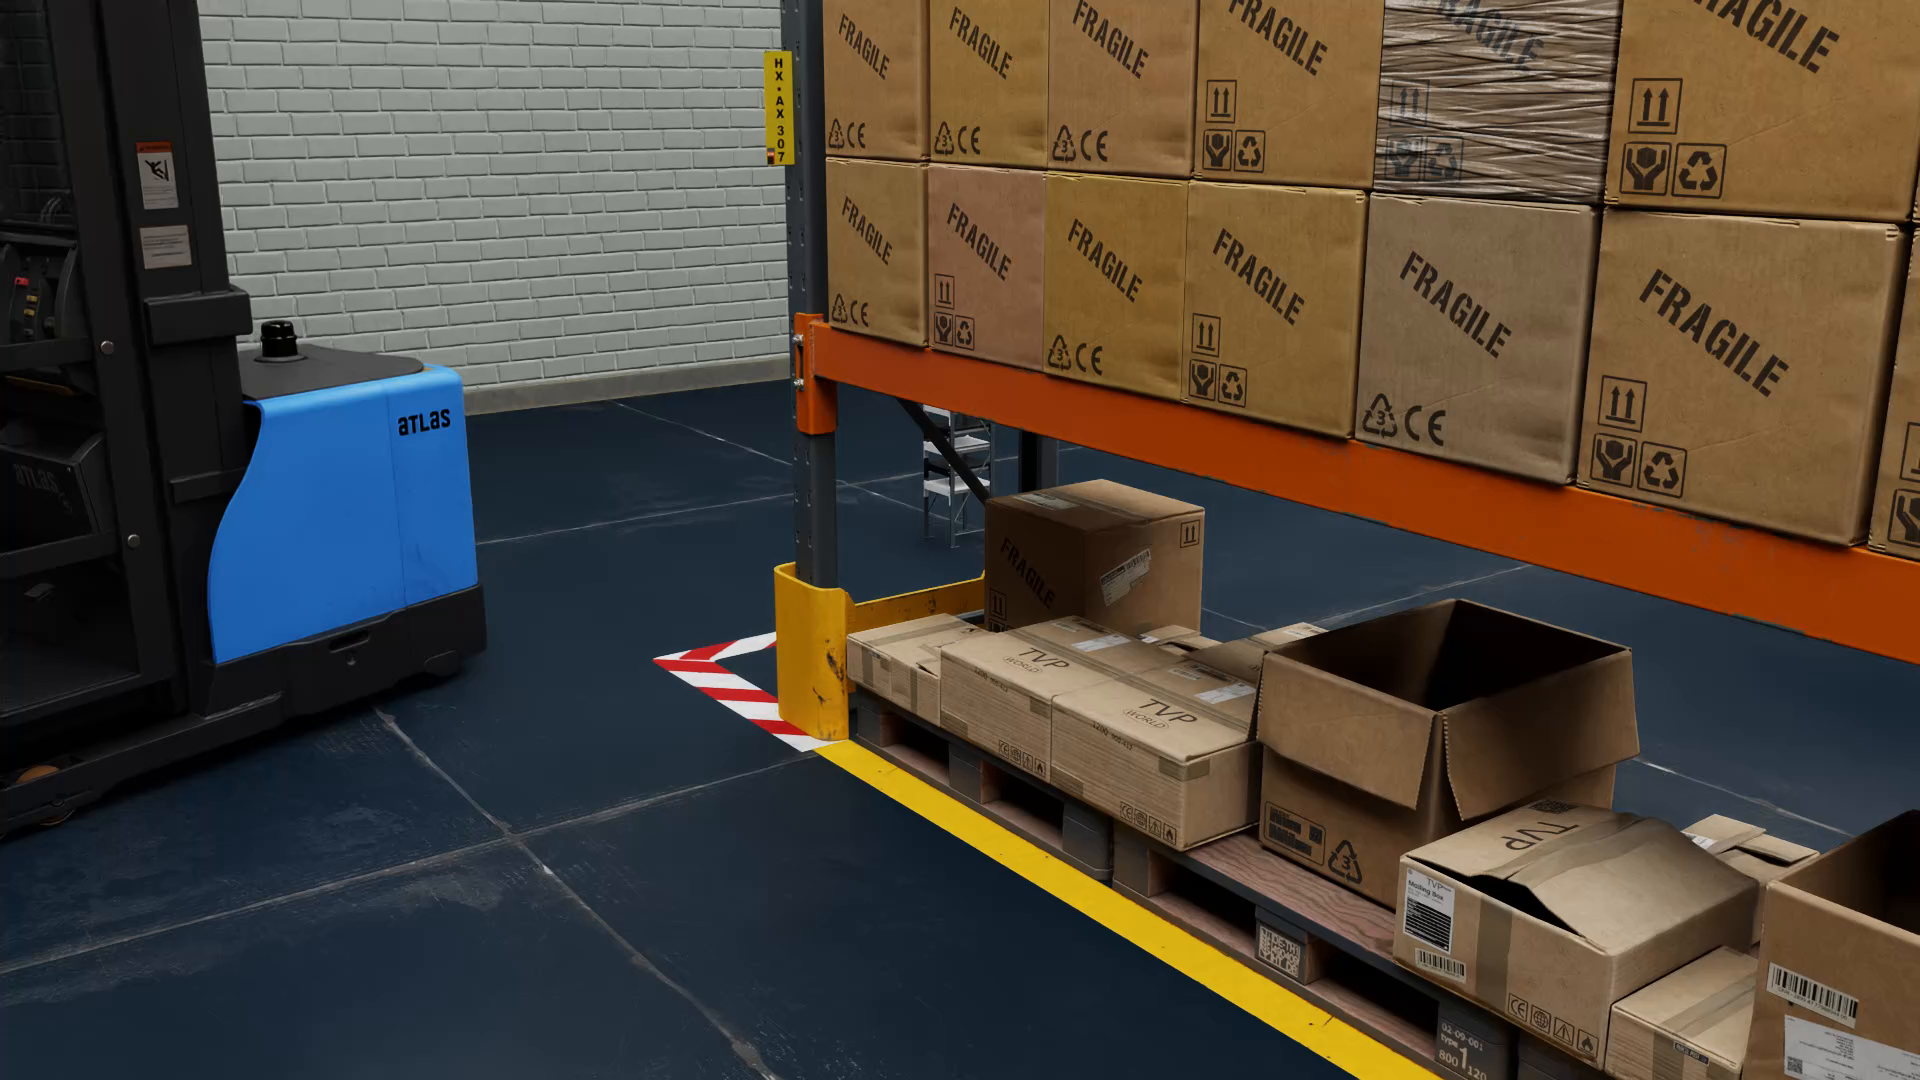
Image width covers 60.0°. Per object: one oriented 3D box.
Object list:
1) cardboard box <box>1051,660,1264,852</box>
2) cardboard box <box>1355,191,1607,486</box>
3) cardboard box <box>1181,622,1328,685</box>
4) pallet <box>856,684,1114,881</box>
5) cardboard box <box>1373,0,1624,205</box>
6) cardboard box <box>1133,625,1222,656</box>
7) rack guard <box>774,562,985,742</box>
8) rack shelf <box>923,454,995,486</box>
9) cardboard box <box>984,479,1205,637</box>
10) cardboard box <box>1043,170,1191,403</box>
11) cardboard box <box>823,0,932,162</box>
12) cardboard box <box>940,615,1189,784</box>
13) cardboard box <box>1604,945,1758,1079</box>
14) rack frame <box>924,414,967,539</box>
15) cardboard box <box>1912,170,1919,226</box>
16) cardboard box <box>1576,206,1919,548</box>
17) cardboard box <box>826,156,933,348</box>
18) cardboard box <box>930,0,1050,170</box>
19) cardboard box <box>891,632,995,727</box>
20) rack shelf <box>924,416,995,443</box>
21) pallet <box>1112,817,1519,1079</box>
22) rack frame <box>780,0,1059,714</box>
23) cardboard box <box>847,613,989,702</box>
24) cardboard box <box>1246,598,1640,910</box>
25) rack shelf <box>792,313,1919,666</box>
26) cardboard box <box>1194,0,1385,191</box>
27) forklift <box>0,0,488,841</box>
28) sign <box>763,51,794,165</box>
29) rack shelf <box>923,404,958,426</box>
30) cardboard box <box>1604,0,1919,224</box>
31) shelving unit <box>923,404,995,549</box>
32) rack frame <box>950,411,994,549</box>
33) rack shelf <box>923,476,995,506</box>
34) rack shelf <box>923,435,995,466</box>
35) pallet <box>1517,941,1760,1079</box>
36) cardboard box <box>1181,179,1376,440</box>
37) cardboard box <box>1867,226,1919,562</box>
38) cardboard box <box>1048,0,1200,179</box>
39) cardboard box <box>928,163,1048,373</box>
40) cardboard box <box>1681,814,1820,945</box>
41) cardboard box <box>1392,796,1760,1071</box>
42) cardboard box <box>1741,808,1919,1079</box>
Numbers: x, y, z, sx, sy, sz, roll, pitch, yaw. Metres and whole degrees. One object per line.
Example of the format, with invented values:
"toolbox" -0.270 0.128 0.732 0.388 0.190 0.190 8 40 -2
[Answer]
"cardboard box" 0.584 0.541 4.293 0.500 0.250 0.500 -11 19 -35
"cardboard box" 1.148 -0.427 3.265 0.500 0.500 0.500 -10 18 -33
"cardboard box" 0.959 0.453 4.616 0.500 0.250 0.500 -11 19 -35
"pallet" 0.420 0.585 5.041 1.003 0.211 1.213 -11 19 -35
"cardboard box" 1.151 -0.908 3.127 0.500 0.500 0.500 -11 19 -34
"cardboard box" 0.590 0.386 5.018 0.380 0.166 0.250 -11 19 -35
"rack guard" -0.050 0.275 5.624 1.175 0.500 0.348 -11 19 -35
"rack shelf" -0.005 -0.317 7.496 0.258 0.077 0.200 -11 19 -35
"cardboard box" 0.425 0.125 5.341 0.500 0.500 0.500 -11 19 -35
"cardboard box" 0.554 -0.642 4.052 0.500 0.500 0.500 -11 19 -35
"cardboard box" -0.047 -1.342 4.713 0.500 0.500 0.500 -10 18 -33
"cardboard box" 0.290 0.434 4.683 0.500 0.250 0.500 -11 19 -35
"cardboard box" 1.424 0.922 3.093 0.380 0.149 0.250 -11 19 -35
"rack frame" -0.065 -0.457 7.543 0.240 0.900 0.006 -11 19 -35
"cardboard box" 1.751 -0.691 2.335 0.500 0.500 0.500 -11 19 -34
"cardboard box" 1.452 -0.318 2.865 0.500 0.500 0.500 -10 18 -33
"cardboard box" -0.047 -0.859 4.845 0.500 0.500 0.500 -10 18 -33
"cardboard box" 0.267 -1.231 4.309 0.500 0.500 0.500 -11 19 -34
"cardboard box" 0.021 0.404 4.953 0.380 0.166 0.250 -11 19 -35
"rack shelf" -0.005 -0.490 7.449 0.258 0.077 0.200 -11 19 -35
"pallet" 1.133 0.845 4.090 1.003 0.211 1.213 -11 19 -35
"rack frame" -0.094 -0.947 5.353 1.000 3.000 0.127 -11 19 -35
"cardboard box" -0.126 0.359 5.150 0.380 0.149 0.250 -11 19 -35
"cardboard box" 1.149 0.499 3.967 0.797 0.503 0.637 -11 19 -35
"rack shelf" 1.082 -0.173 3.888 1.077 0.370 4.000 -11 19 -35
"cardboard box" 0.856 -1.015 3.520 0.500 0.500 0.500 -11 19 -35
"forklift" -2.923 -0.714 4.634 1.130 2.935 3.031 10 18 33
"sign" -0.533 -1.280 4.931 0.100 0.325 0.005 -11 19 -35
"rack shelf" -0.005 -0.577 7.425 0.258 0.077 0.200 -11 19 -35
"cardboard box" 1.447 -0.800 2.733 0.500 0.500 0.500 -11 19 -36
"shelving unit" -0.005 -0.436 7.464 0.258 0.900 0.210 -11 19 -35
"rack frame" 0.055 -0.414 7.384 0.240 0.900 0.006 -11 19 -35
"rack shelf" -0.005 -0.230 7.520 0.258 0.077 0.200 -11 19 -35
"rack shelf" -0.005 -0.404 7.472 0.258 0.077 0.200 -11 19 -35
"pallet" 1.855 1.106 3.137 1.003 0.211 1.213 -11 19 -35
"cardboard box" 0.846 -0.535 3.661 0.500 0.500 0.500 -11 19 -34
"cardboard box" 1.756 -0.208 2.464 0.500 0.500 0.500 -10 18 -34
"cardboard box" 0.557 -1.124 3.916 0.500 0.500 0.500 -11 19 -34
"cardboard box" 0.261 -0.750 4.445 0.500 0.500 0.500 -11 19 -35
"cardboard box" 1.669 0.755 3.668 0.380 0.166 0.250 -11 19 -35
"cardboard box" 1.252 0.754 3.398 0.500 0.311 0.500 -11 19 -35
"cardboard box" 1.693 0.823 2.788 0.500 0.500 0.500 -11 19 -35
